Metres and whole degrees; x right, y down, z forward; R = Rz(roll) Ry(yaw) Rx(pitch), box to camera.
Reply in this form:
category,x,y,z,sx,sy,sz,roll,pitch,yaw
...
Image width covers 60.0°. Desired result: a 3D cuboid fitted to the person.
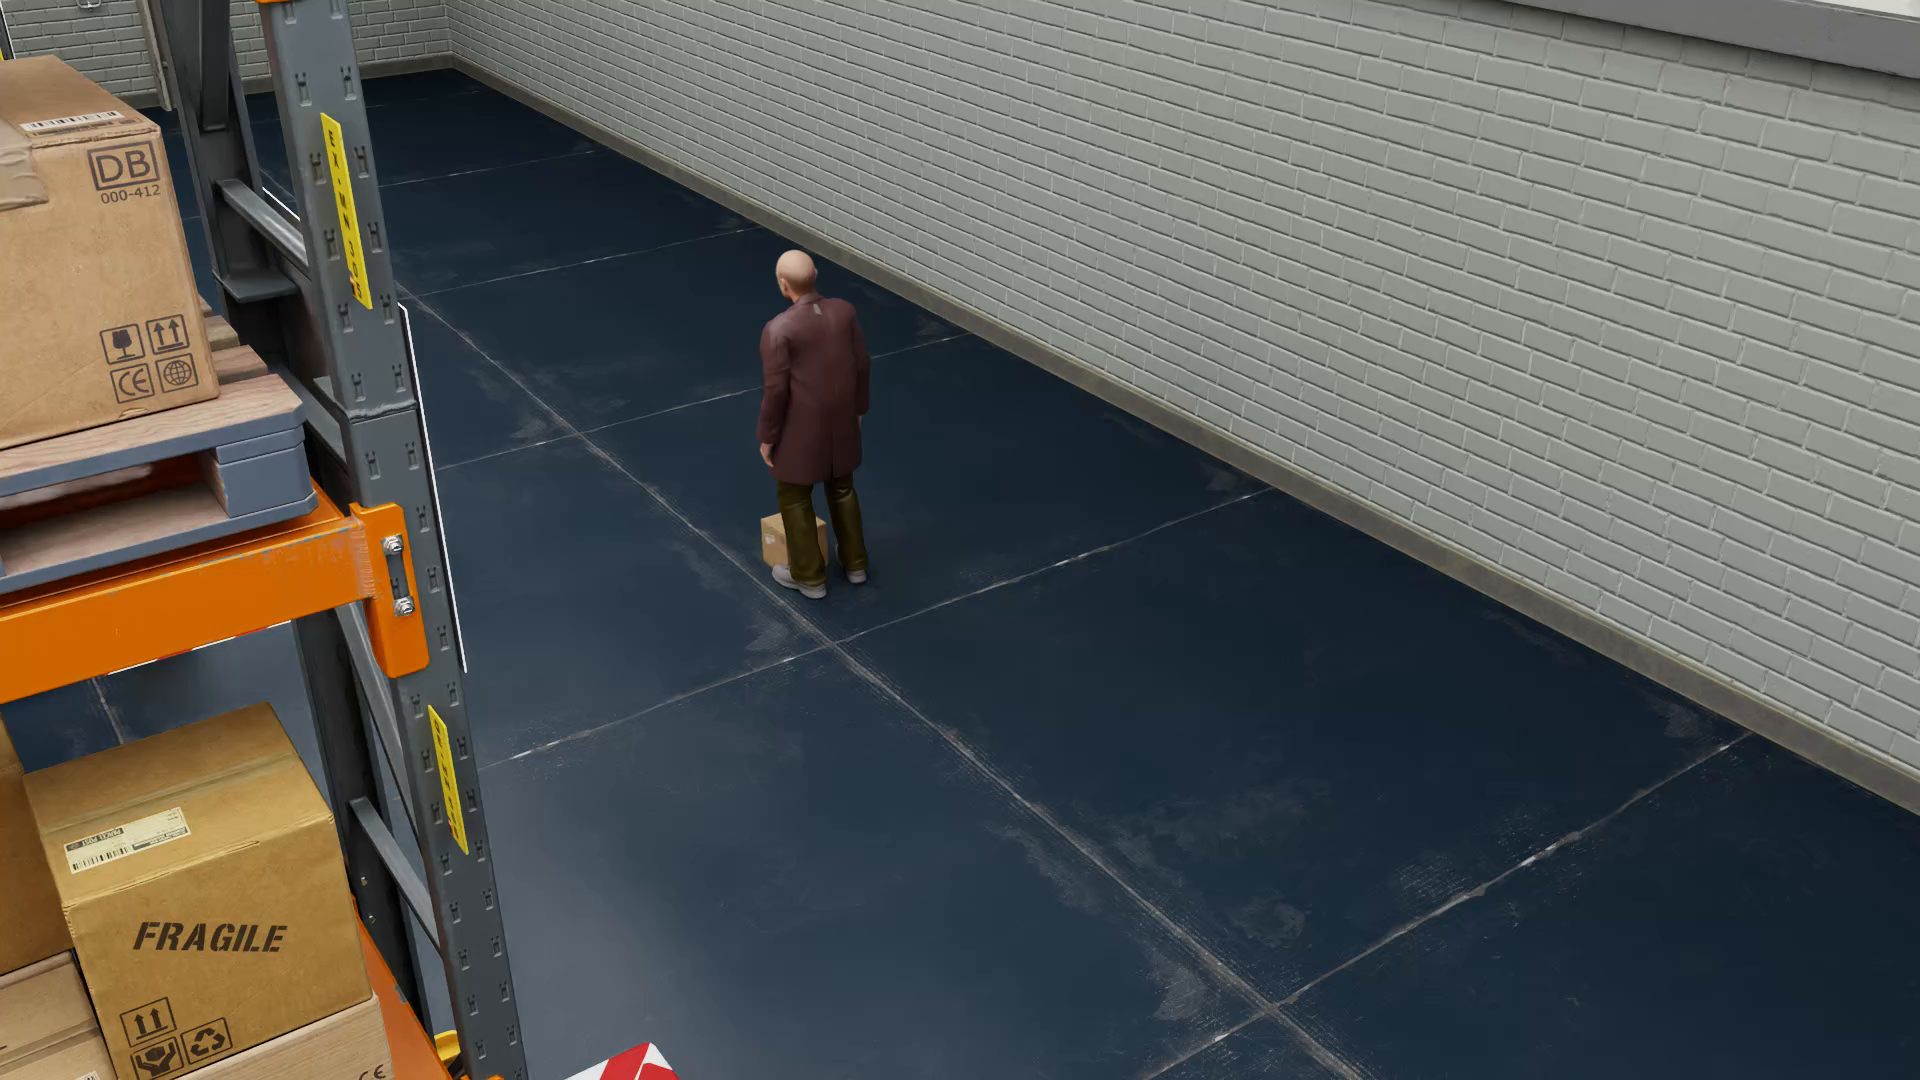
category,x,y,z,sx,sy,sz,roll,pitch,yaw
person,-0.720,-0.568,8.198,0.642,1.774,0.421,-19,33,-31
